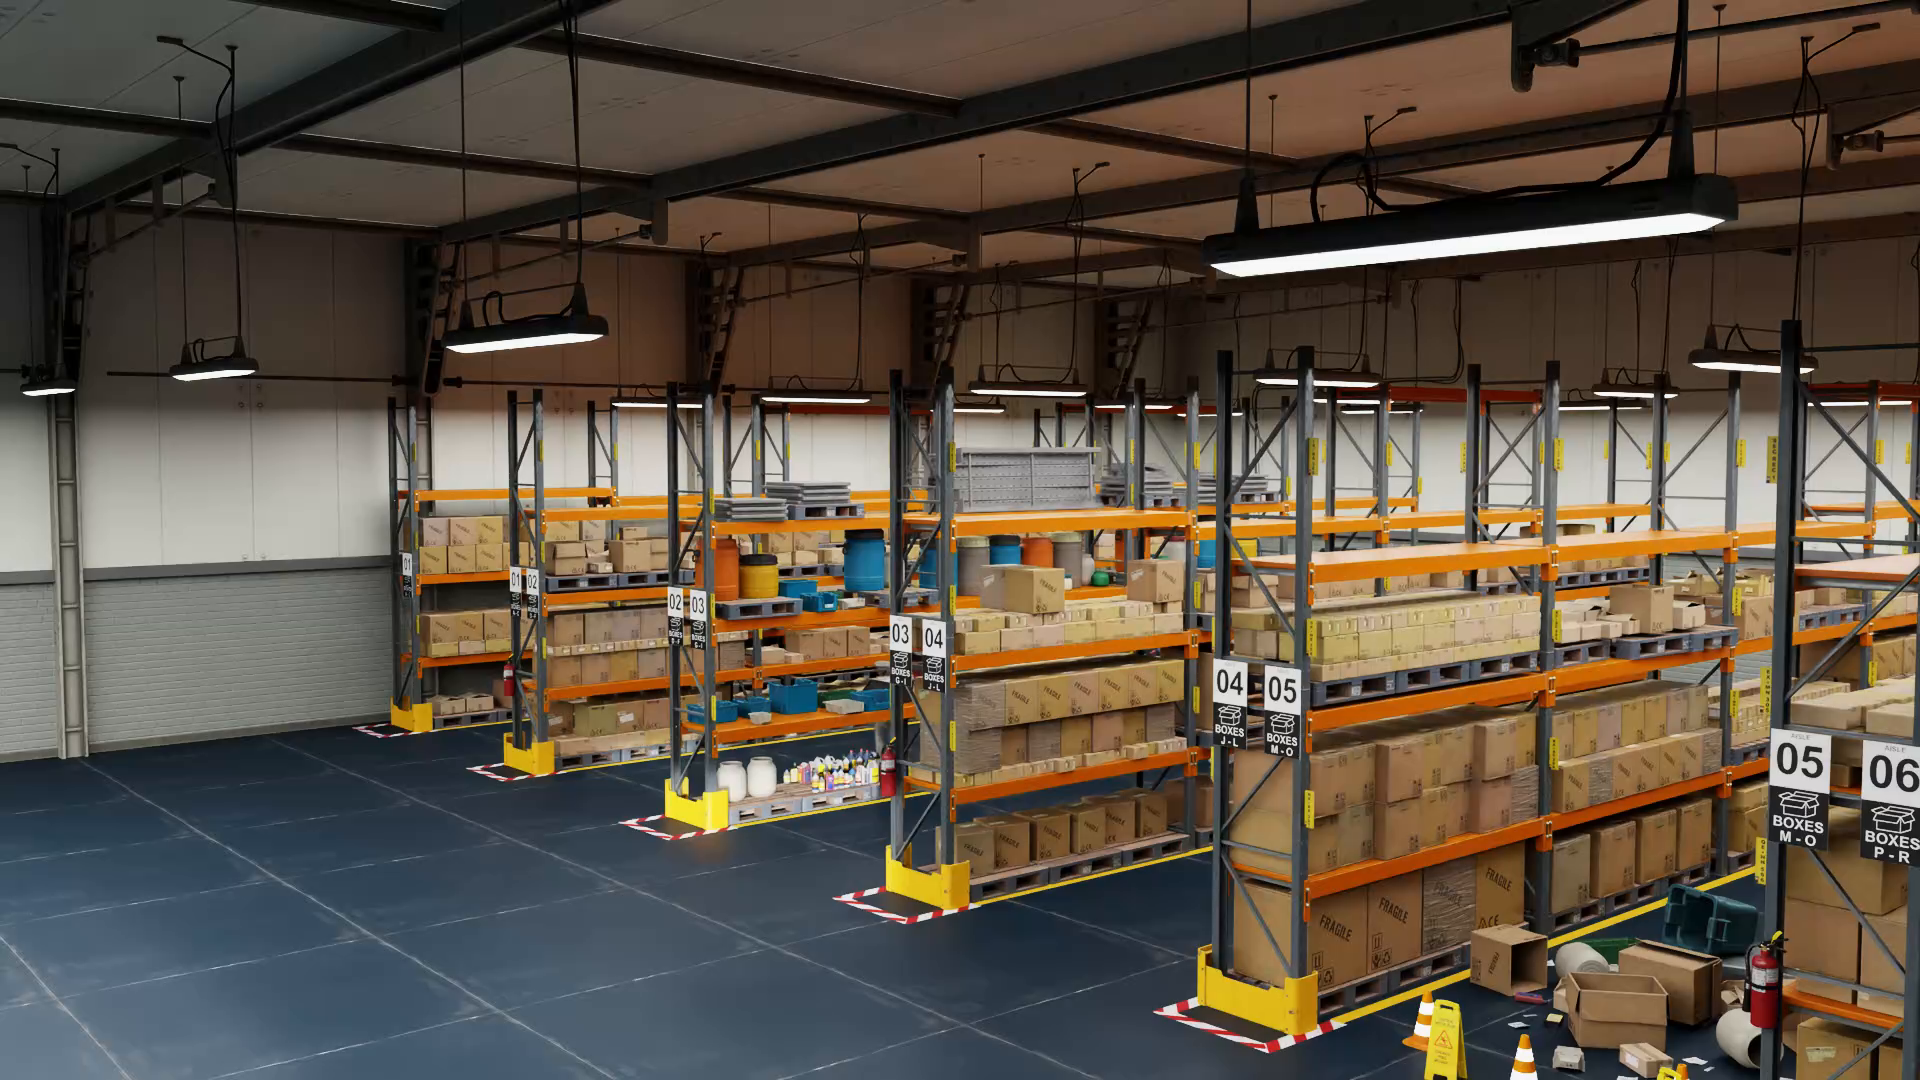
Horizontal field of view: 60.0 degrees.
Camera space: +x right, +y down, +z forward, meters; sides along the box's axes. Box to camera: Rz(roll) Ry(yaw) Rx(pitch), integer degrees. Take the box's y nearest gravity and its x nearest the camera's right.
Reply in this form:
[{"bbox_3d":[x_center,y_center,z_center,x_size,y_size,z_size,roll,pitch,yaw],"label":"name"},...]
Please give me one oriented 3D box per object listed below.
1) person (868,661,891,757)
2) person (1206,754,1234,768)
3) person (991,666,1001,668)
[{"bbox_3d":[-1.203,2.779,26.605,0.565,1.696,0.397,-3,5,-43],"label":"person"},{"bbox_3d":[4.175,2.736,26.668,0.422,1.820,0.599,1,3,14],"label":"person"},{"bbox_3d":[0.586,2.512,30.024,0.400,1.790,0.592,1,4,24],"label":"person"}]
